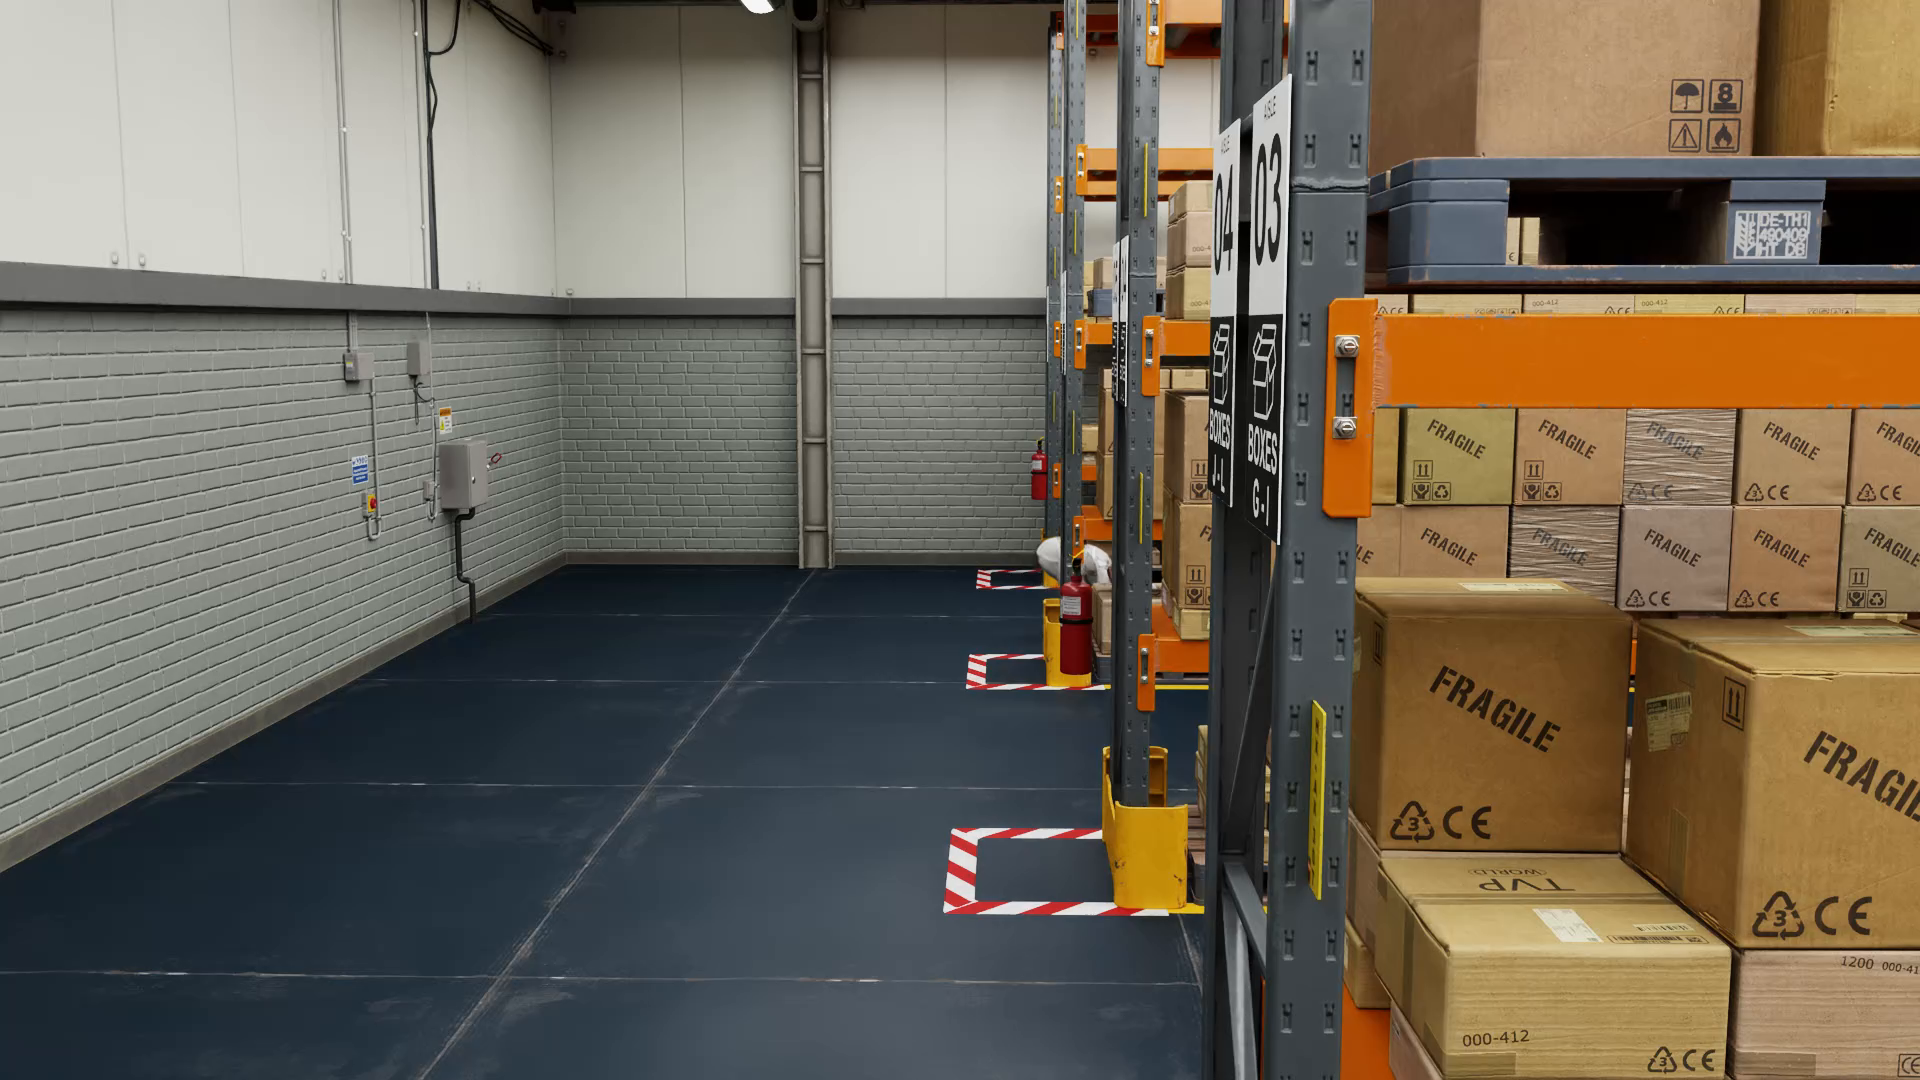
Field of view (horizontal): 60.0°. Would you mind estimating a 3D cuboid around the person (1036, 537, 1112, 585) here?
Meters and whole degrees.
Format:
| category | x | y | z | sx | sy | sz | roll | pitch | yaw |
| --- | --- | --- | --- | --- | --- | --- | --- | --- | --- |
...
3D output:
| category | x | y | z | sx | sy | sz | roll | pitch | yaw |
| --- | --- | --- | --- | --- | --- | --- | --- | --- | --- |
| person | 1.128 | 0.424 | 14.966 | 0.880 | 0.903 | 0.445 | 0 | 7 | -2 |
